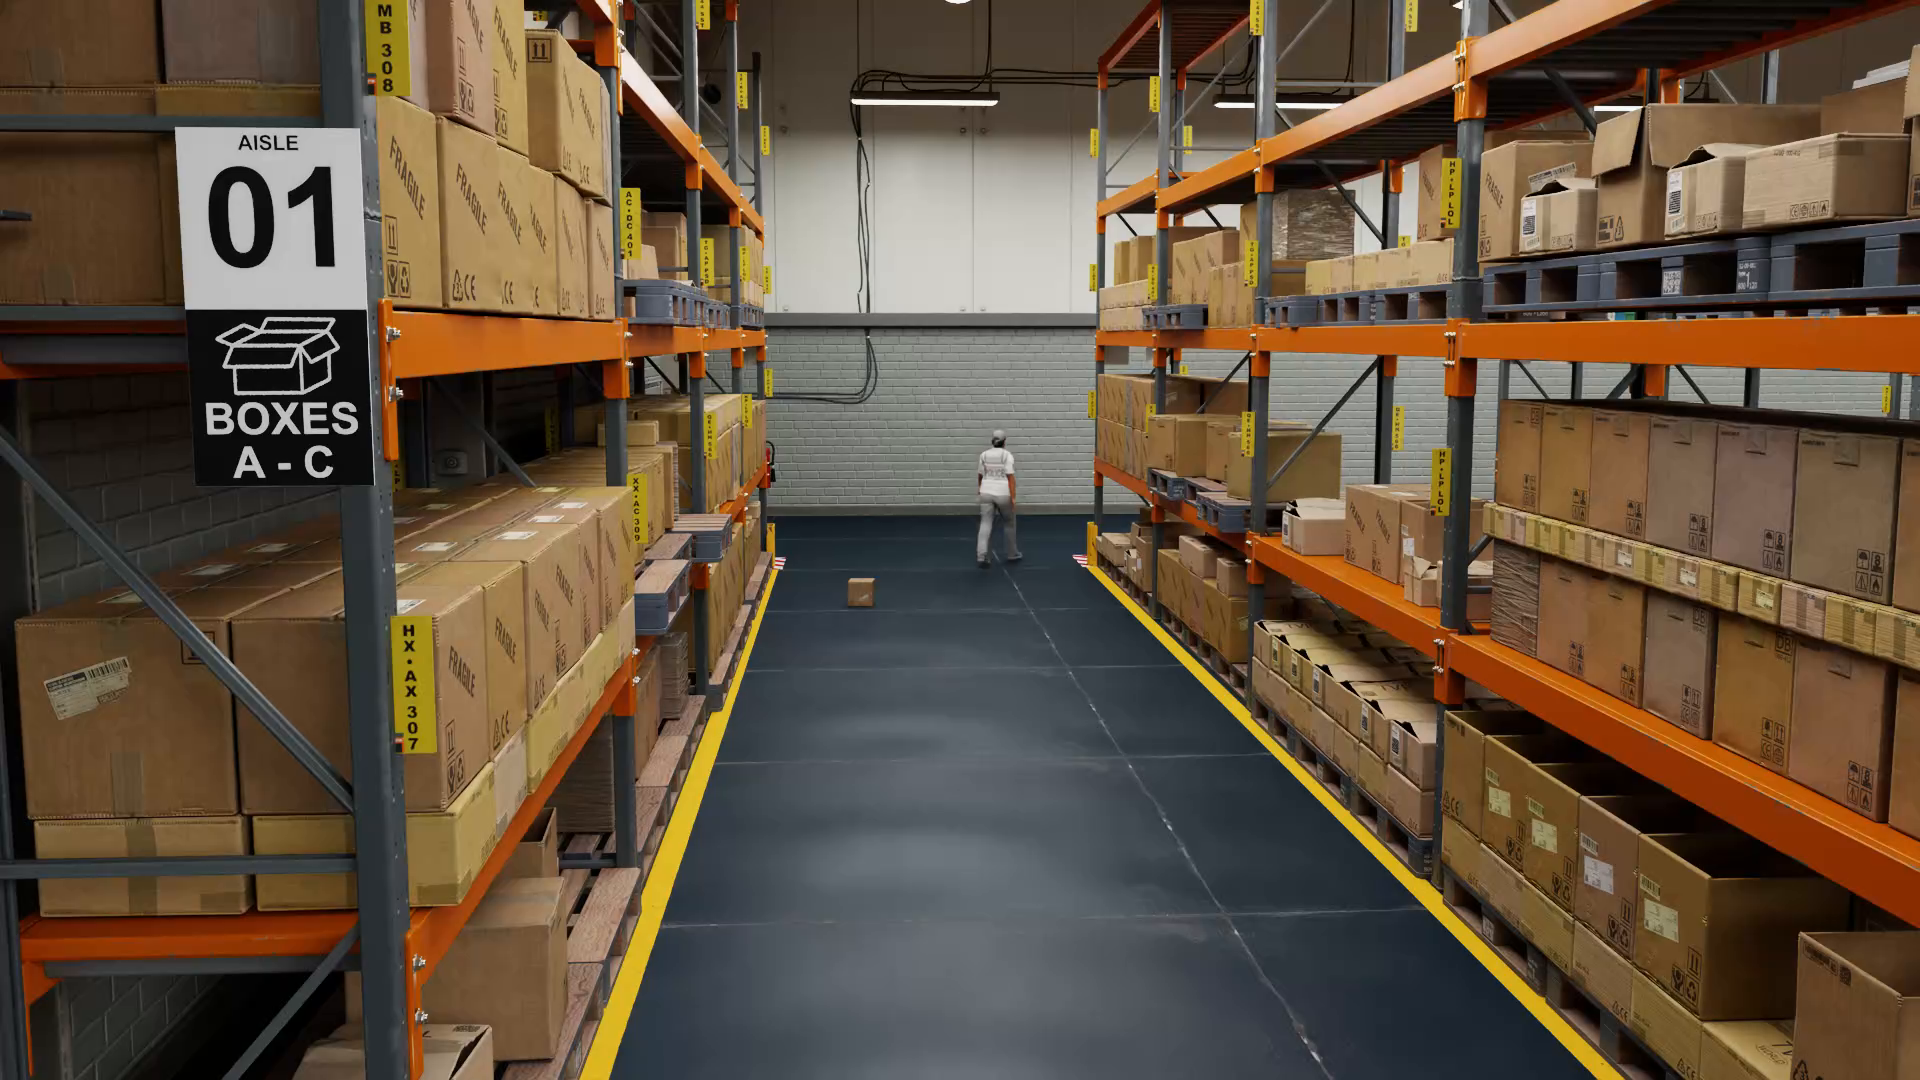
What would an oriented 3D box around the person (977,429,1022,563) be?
[{"bbox_3d":[0.468,-0.538,20.121,0.526,1.602,1.012,2,7,18],"label":"person"}]
